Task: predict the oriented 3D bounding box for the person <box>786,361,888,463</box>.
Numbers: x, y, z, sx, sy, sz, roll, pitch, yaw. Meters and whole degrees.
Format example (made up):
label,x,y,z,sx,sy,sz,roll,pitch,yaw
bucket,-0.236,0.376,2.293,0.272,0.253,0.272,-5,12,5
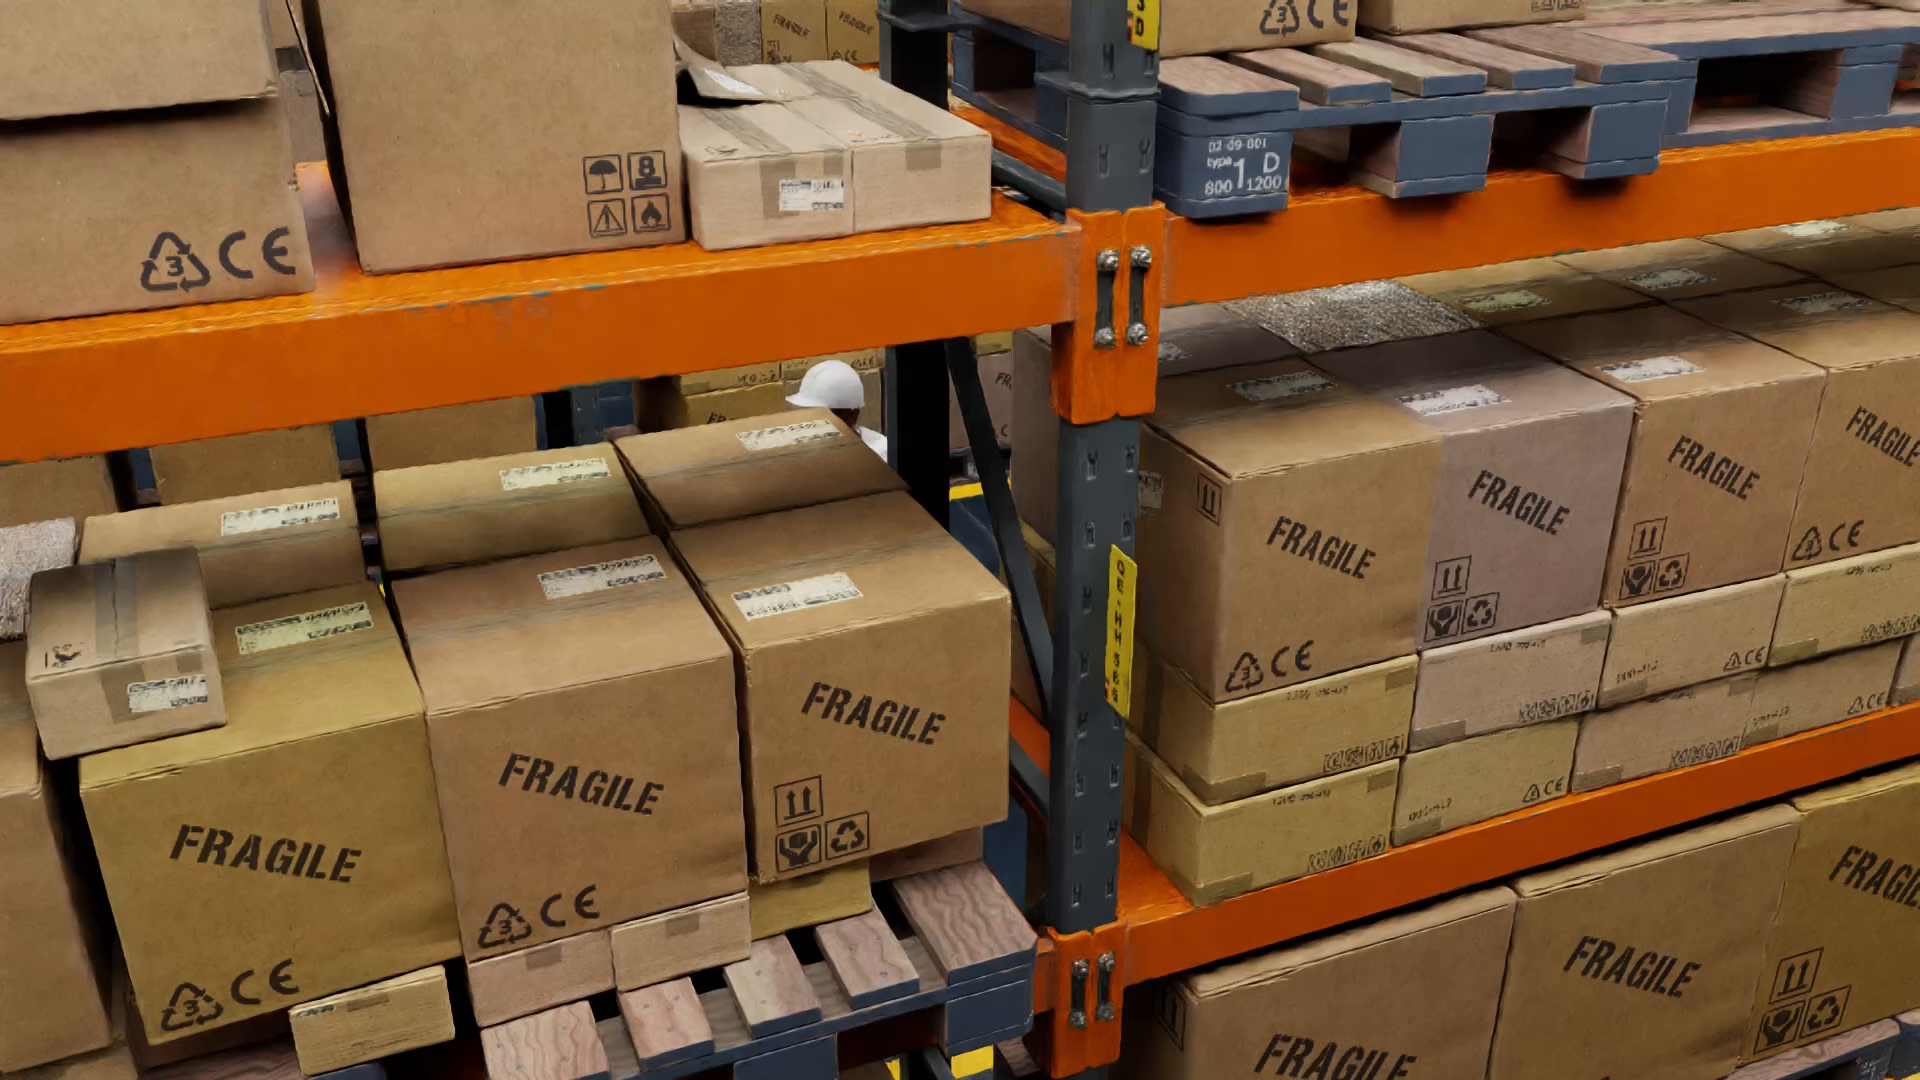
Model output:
label,x,y,z,sx,sy,sz,roll,pitch,yaw
person,-0.435,0.151,5.901,0.848,1.678,0.501,21,33,37
